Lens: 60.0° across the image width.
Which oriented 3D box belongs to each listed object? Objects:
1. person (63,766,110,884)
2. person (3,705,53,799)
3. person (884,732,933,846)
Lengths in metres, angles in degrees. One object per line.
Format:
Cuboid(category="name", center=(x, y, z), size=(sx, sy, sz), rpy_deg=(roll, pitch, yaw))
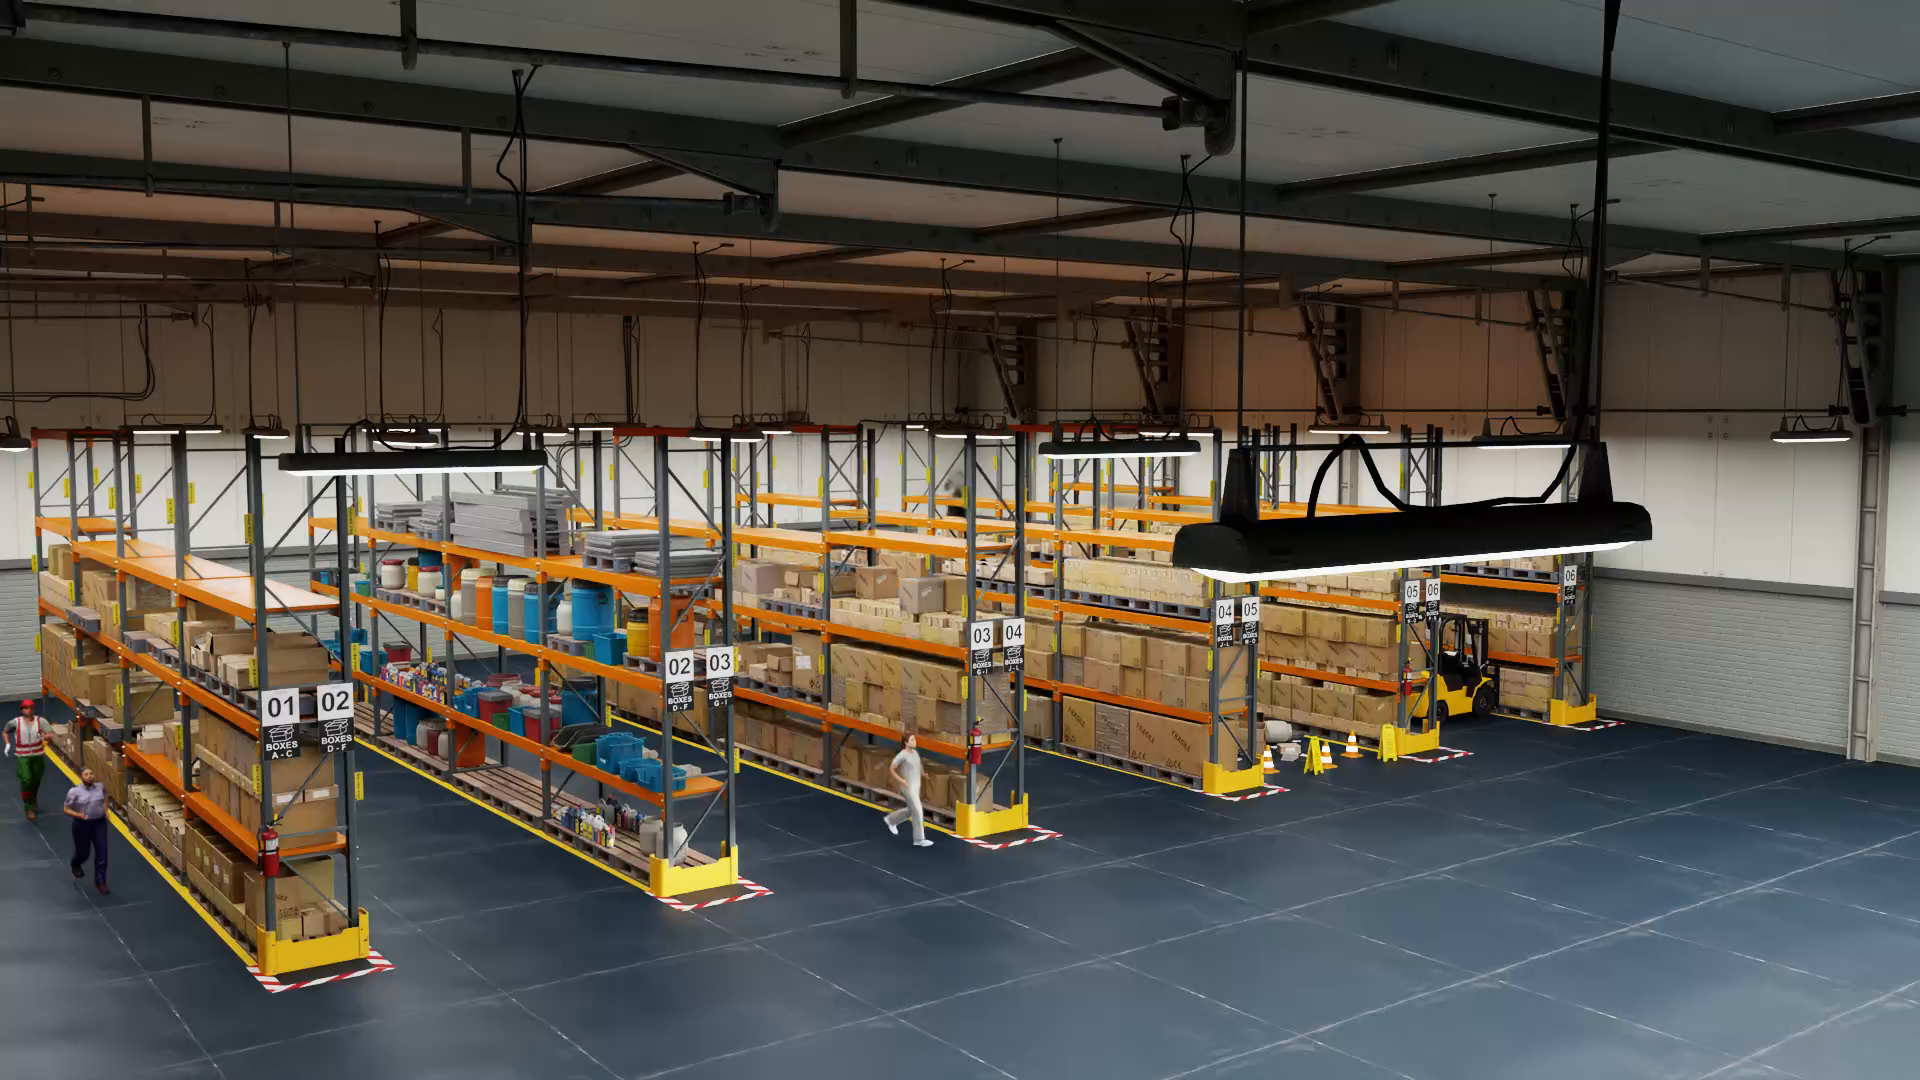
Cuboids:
Cuboid(category="person", center=(-11.506, 3.748, 21.953), size=(0.746, 1.558, 0.609), rpy_deg=(4, 6, 44))
Cuboid(category="person", center=(-14.483, 3.251, 25.884), size=(0.655, 1.458, 0.702), rpy_deg=(-4, 6, -40))
Cuboid(category="person", center=(-0.773, 3.605, 24.171), size=(0.862, 1.650, 0.590), rpy_deg=(3, 5, 30))
